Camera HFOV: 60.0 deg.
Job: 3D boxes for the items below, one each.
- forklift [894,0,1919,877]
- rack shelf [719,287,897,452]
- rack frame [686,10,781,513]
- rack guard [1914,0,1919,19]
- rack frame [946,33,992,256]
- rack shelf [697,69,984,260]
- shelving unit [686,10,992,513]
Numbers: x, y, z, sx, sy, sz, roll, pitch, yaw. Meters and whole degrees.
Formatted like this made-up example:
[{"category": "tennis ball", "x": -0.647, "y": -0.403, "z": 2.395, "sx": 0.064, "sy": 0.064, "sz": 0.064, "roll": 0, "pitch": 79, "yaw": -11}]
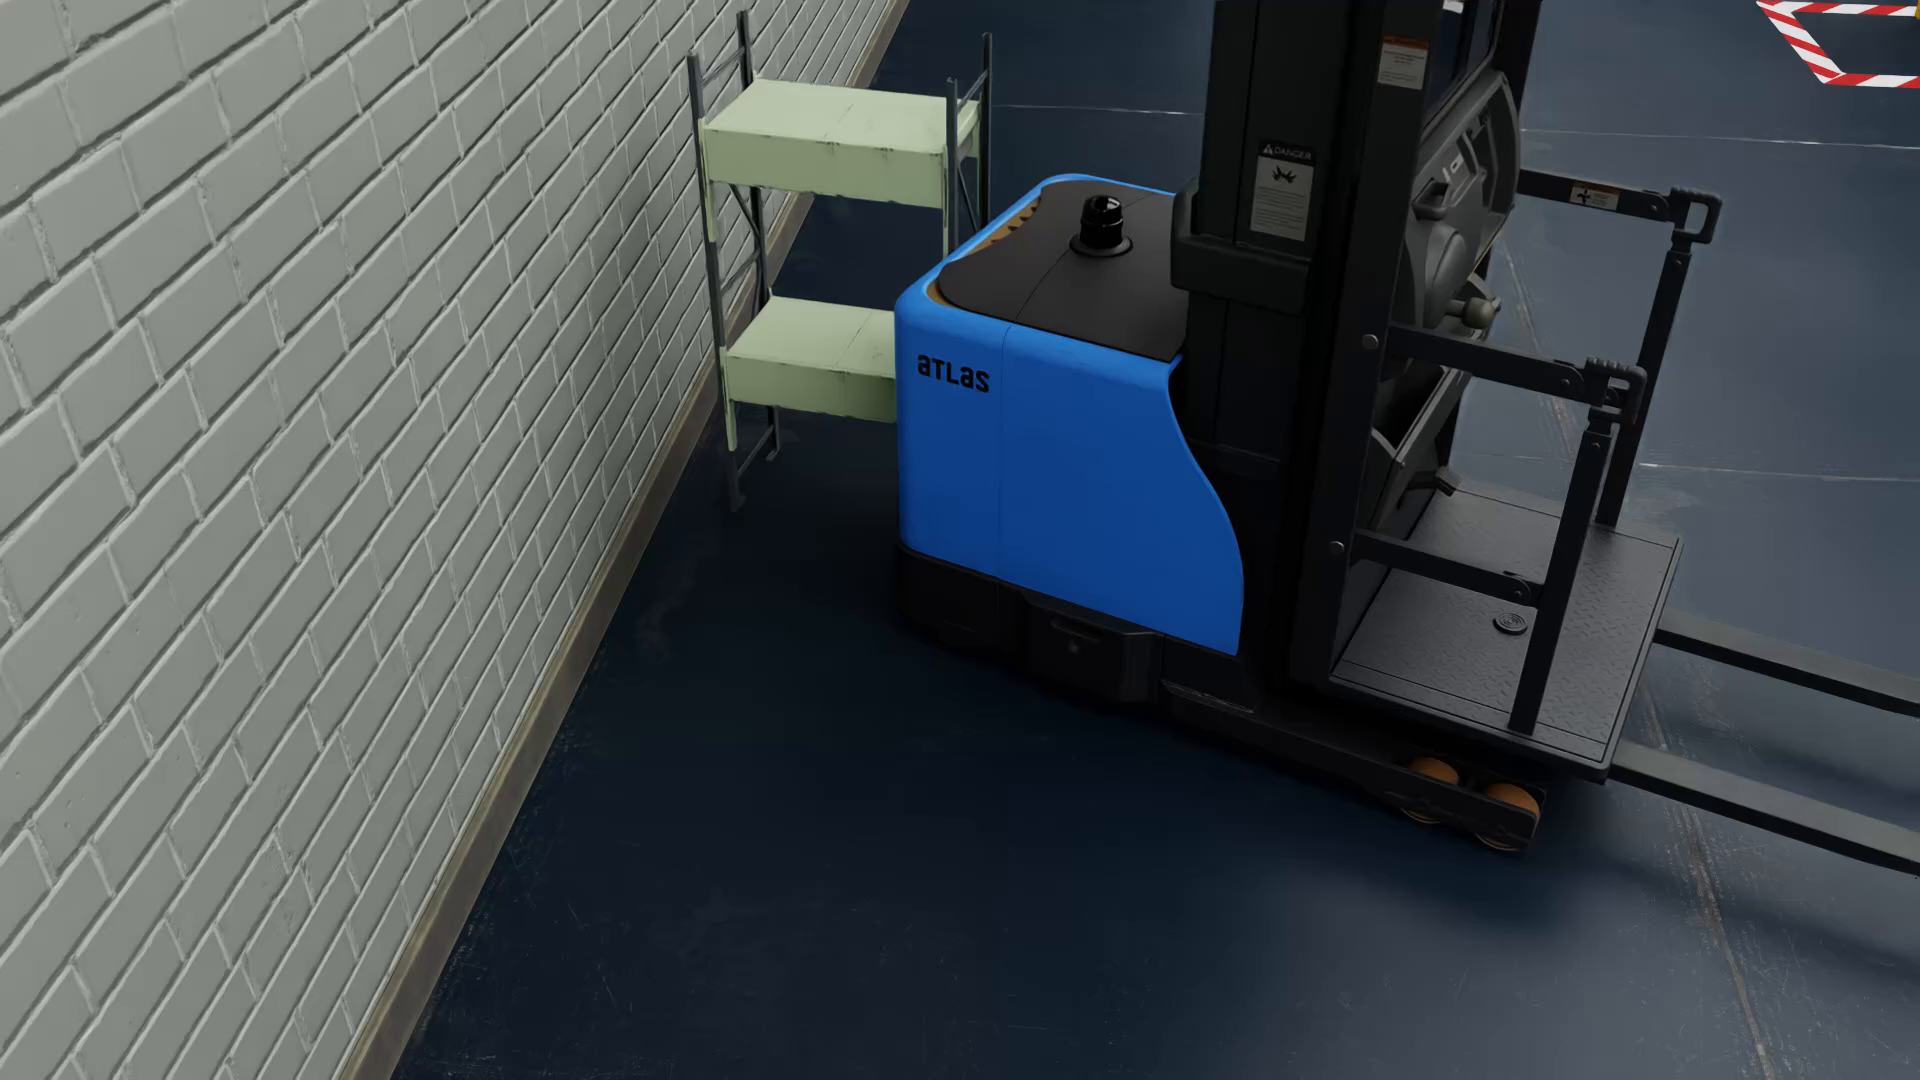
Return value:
[{"category": "forklift", "x": 1.354, "y": -0.772, "z": 3.809, "sx": 3.031, "sy": 2.935, "sz": 1.130, "roll": 18, "pitch": 39, "yaw": 23}, {"category": "rack shelf", "x": -0.326, "y": -0.490, "z": 5.206, "sx": 0.720, "sy": 0.370, "sz": 0.431, "roll": 9, "pitch": 37, "yaw": 13}, {"category": "rack frame", "x": -0.678, "y": -0.812, "z": 5.097, "sx": 0.023, "sy": 1.500, "sz": 0.400, "roll": 9, "pitch": 37, "yaw": 13}, {"category": "rack guard", "x": 5.503, "y": -2.855, "z": 8.820, "sx": 0.348, "sy": 0.500, "sz": 1.175, "roll": 4, "pitch": 36, "yaw": 6}, {"category": "rack frame", "x": 0.027, "y": -0.698, "z": 4.937, "sx": 0.023, "sy": 1.500, "sz": 0.400, "roll": 9, "pitch": 37, "yaw": 13}, {"category": "rack shelf", "x": -0.326, "y": -1.073, "z": 4.790, "sx": 0.720, "sy": 0.370, "sz": 0.431, "roll": 9, "pitch": 37, "yaw": 13}, {"category": "shelving unit", "x": -0.326, "y": -0.755, "z": 5.017, "sx": 0.755, "sy": 1.500, "sz": 0.431, "roll": 9, "pitch": 37, "yaw": 13}]
